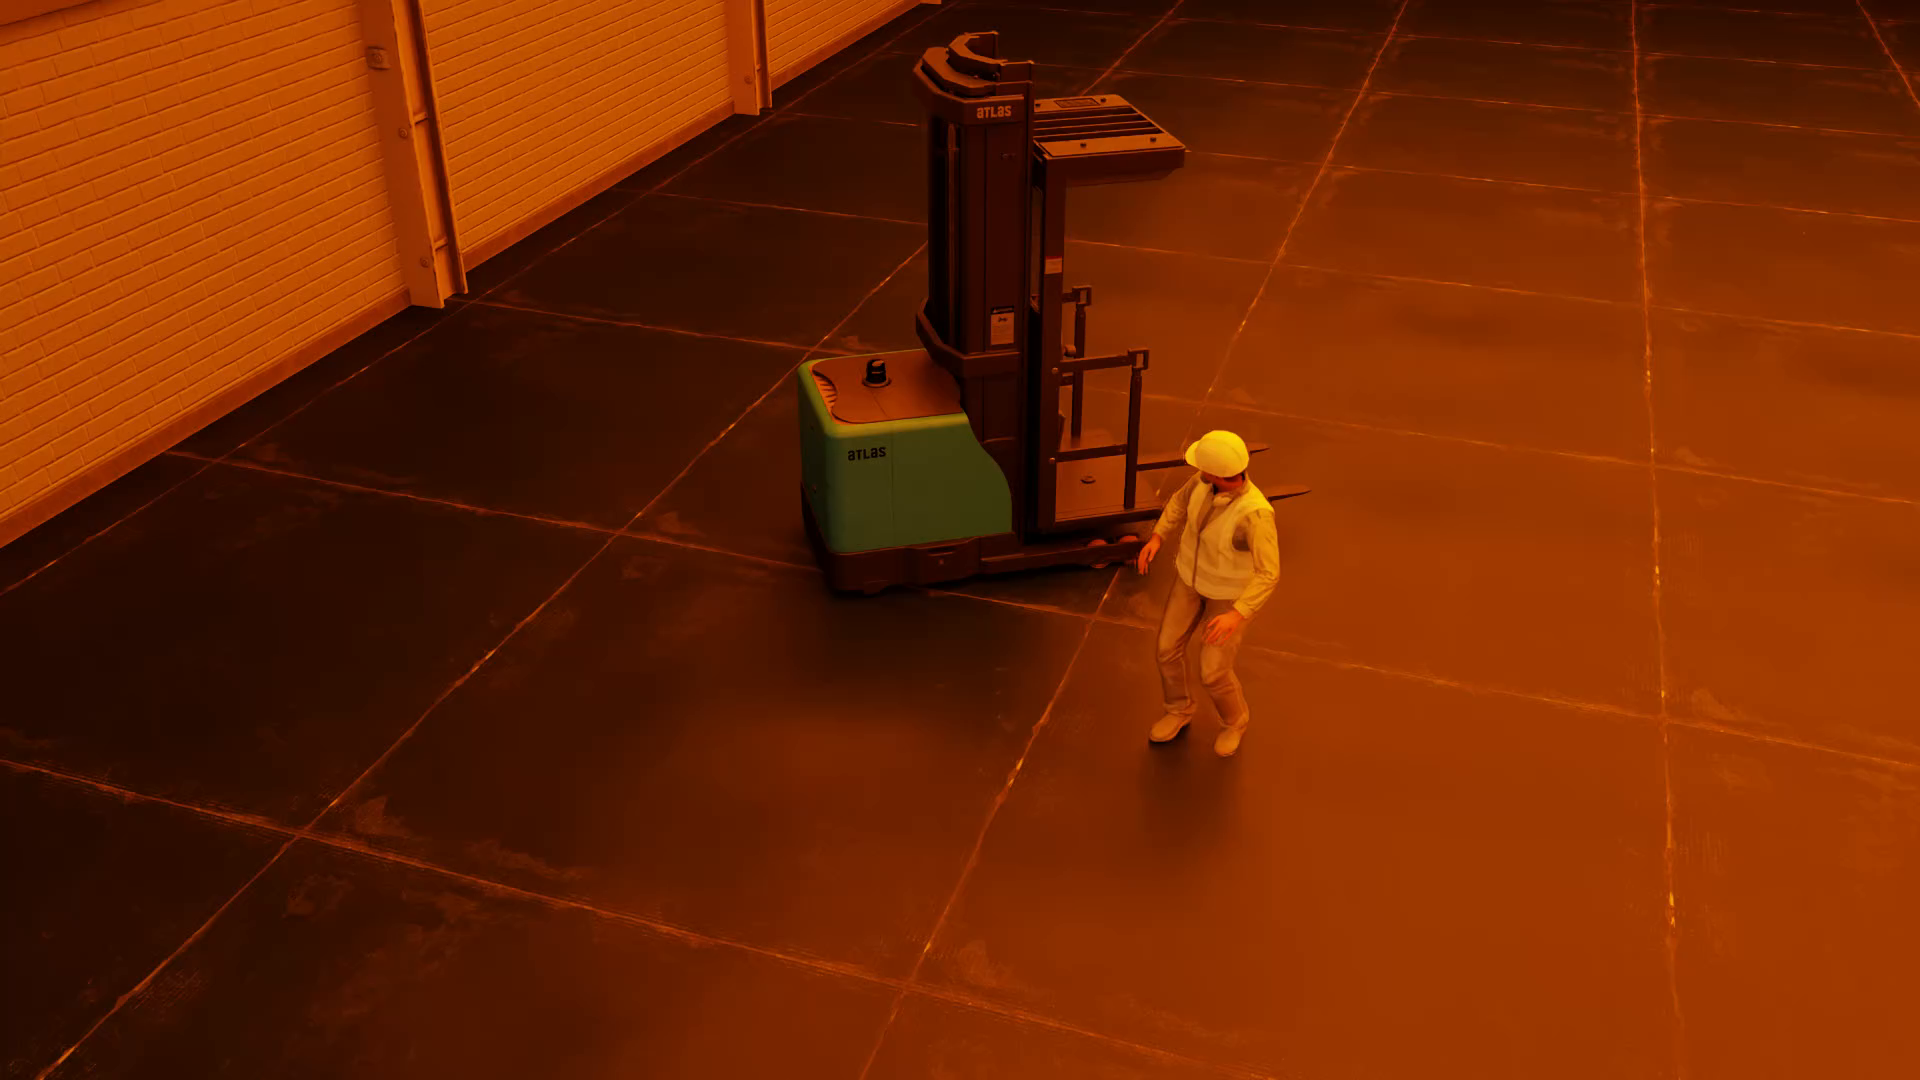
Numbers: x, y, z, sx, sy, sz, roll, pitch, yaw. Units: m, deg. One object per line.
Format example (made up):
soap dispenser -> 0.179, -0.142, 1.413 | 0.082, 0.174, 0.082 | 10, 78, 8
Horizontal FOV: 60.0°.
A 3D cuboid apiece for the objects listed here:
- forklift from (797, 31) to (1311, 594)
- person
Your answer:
forklift -> 0.604, -1.352, 9.509 | 3.031, 2.935, 1.130 | -7, 31, -13
person -> 1.194, 0.254, 7.963 | 0.602, 1.726, 0.764 | -23, 37, -34
